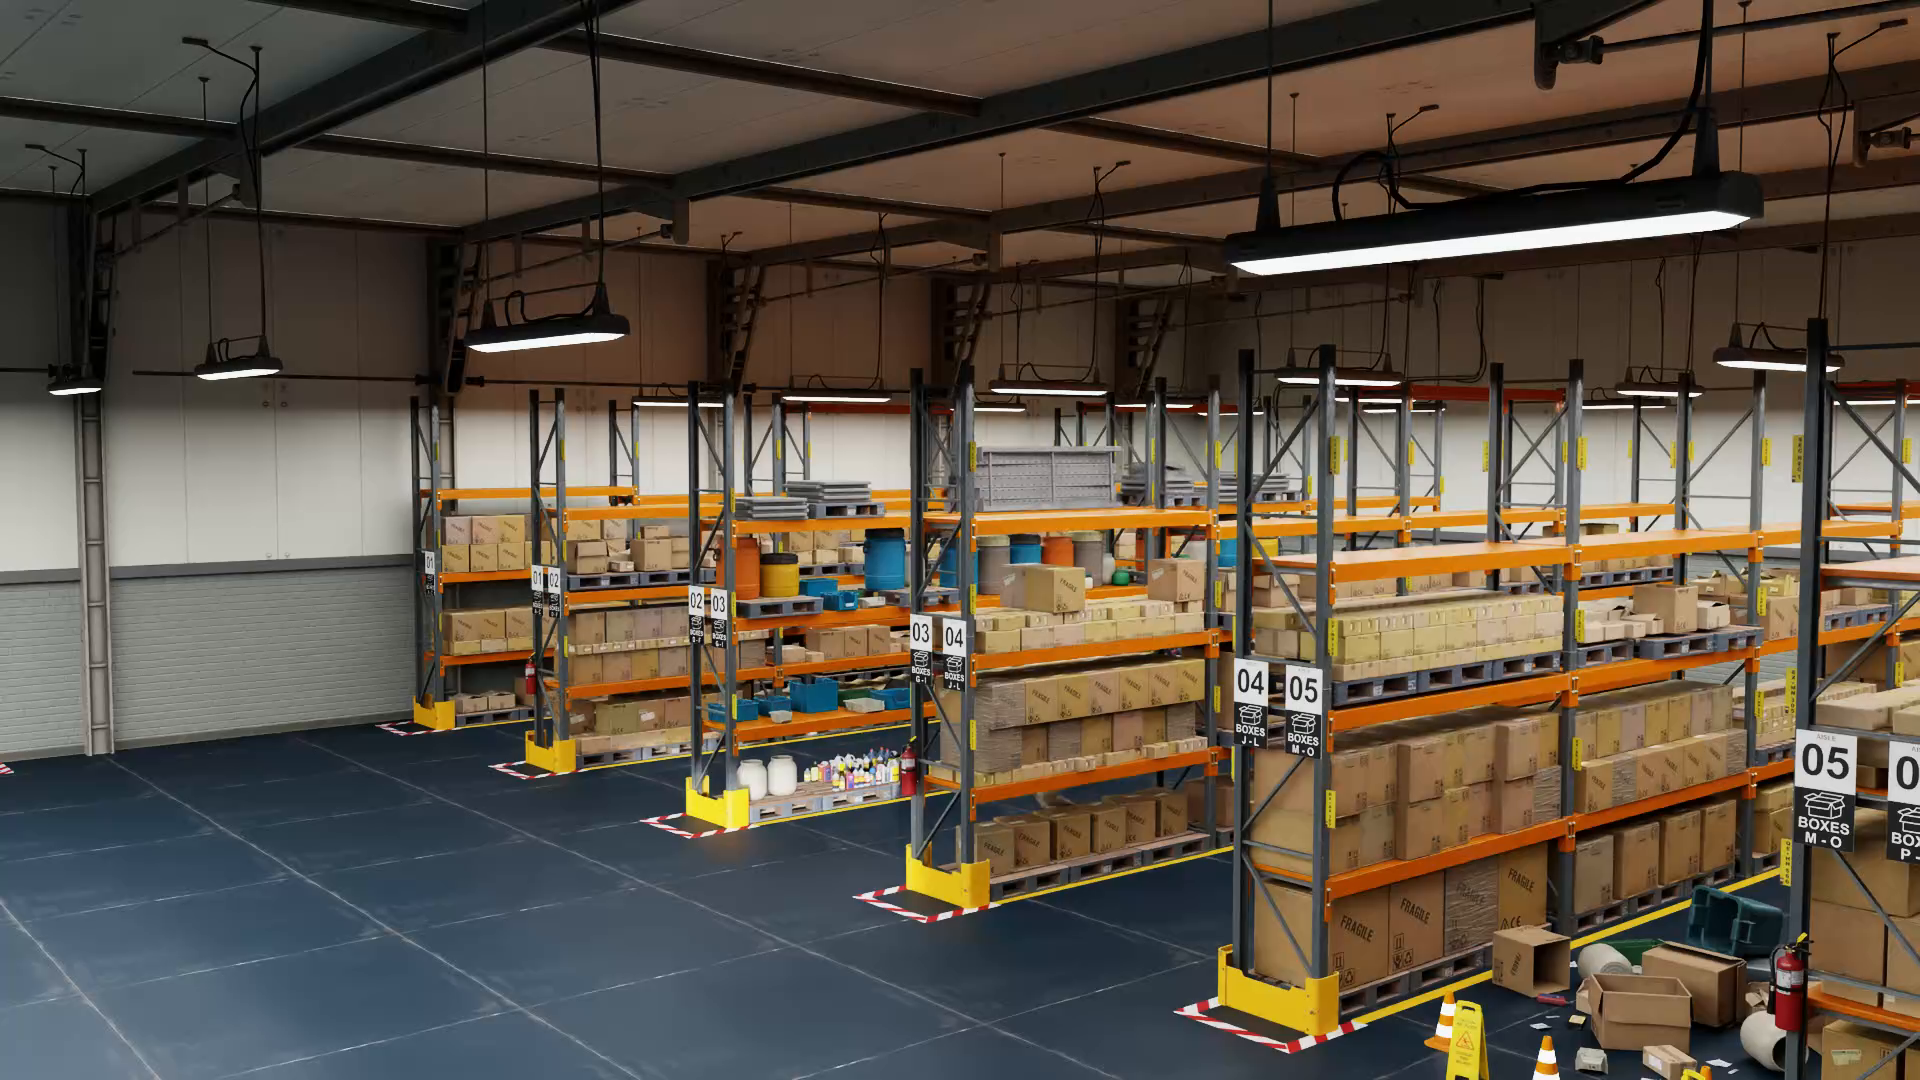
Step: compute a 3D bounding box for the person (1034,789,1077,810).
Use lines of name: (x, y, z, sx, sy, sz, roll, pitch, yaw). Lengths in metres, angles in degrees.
person: (1.262, 3.063, 22.185, 0.629, 1.669, 0.783, -1, 3, -9)
